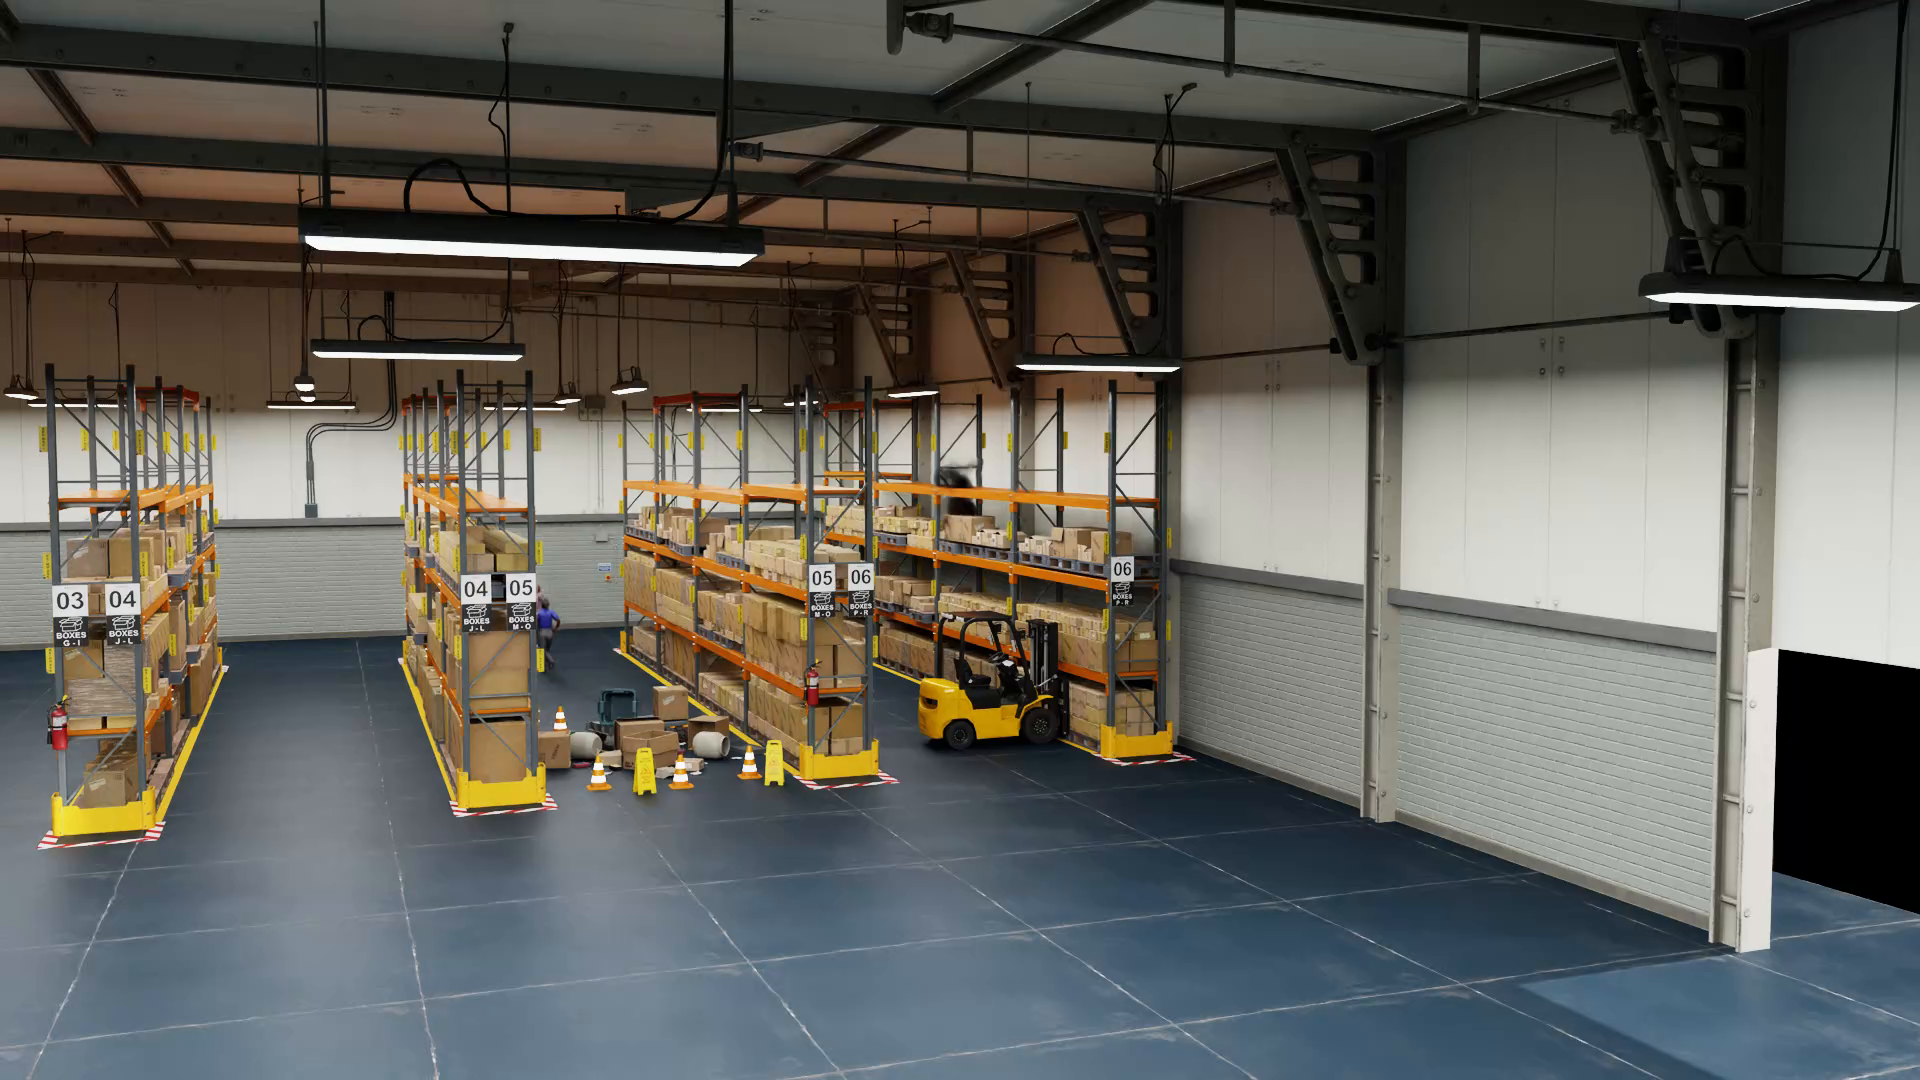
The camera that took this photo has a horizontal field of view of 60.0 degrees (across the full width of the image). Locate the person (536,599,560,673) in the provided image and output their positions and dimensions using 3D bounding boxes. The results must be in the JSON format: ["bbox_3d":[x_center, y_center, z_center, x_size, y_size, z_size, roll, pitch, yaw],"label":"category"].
[{"bbox_3d":[-8.944,2.102,35.829,0.545,1.662,1.036,-2,4,-35],"label":"person"}]

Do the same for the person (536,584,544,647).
[{"bbox_3d":[-10.365,1.853,40.851,0.576,1.551,0.525,-3,5,-44],"label":"person"}]
